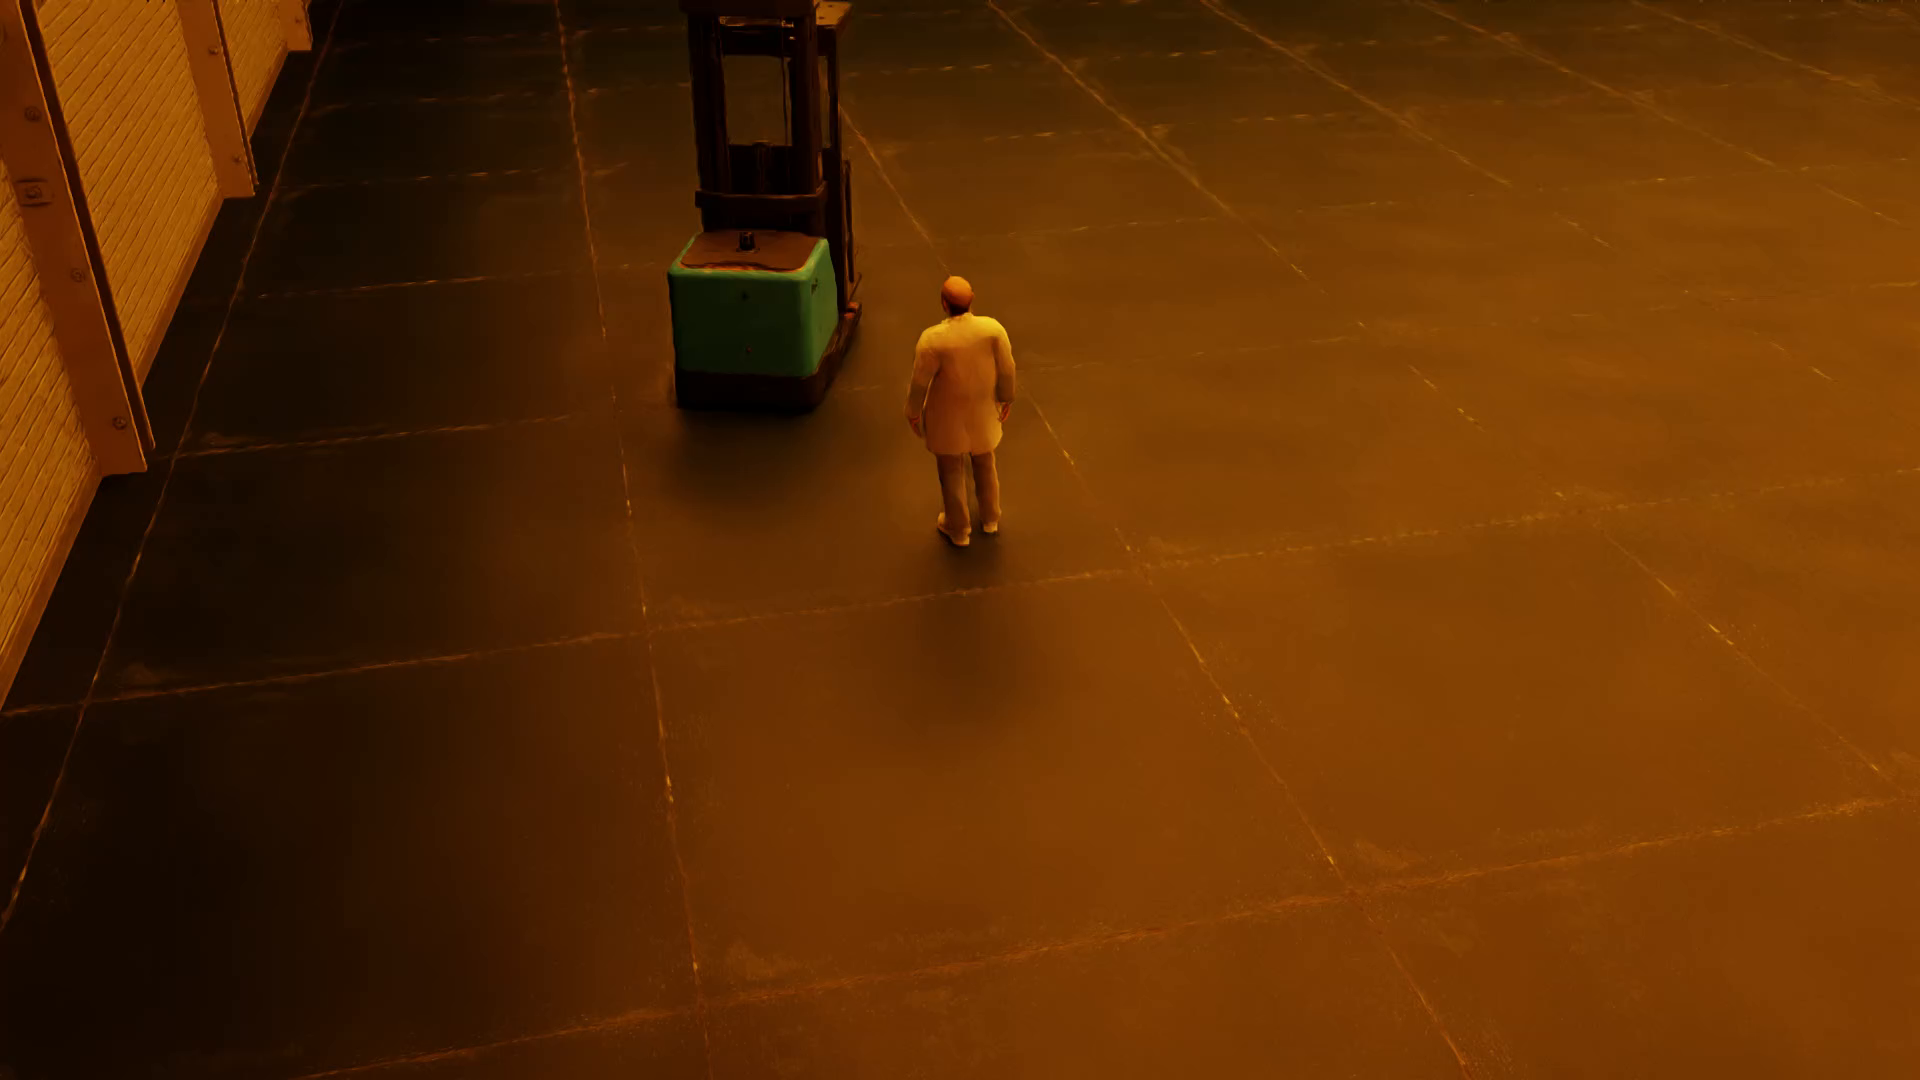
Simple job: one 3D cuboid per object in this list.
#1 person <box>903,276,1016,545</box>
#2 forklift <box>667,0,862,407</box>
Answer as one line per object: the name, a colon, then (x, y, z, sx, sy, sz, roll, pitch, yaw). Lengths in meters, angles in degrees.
person: (-0.017, -0.820, 10.129, 0.694, 1.776, 0.579, -7, 31, -12)
forklift: (-1.395, -2.945, 12.661, 1.130, 2.935, 3.031, 3, 30, 6)
